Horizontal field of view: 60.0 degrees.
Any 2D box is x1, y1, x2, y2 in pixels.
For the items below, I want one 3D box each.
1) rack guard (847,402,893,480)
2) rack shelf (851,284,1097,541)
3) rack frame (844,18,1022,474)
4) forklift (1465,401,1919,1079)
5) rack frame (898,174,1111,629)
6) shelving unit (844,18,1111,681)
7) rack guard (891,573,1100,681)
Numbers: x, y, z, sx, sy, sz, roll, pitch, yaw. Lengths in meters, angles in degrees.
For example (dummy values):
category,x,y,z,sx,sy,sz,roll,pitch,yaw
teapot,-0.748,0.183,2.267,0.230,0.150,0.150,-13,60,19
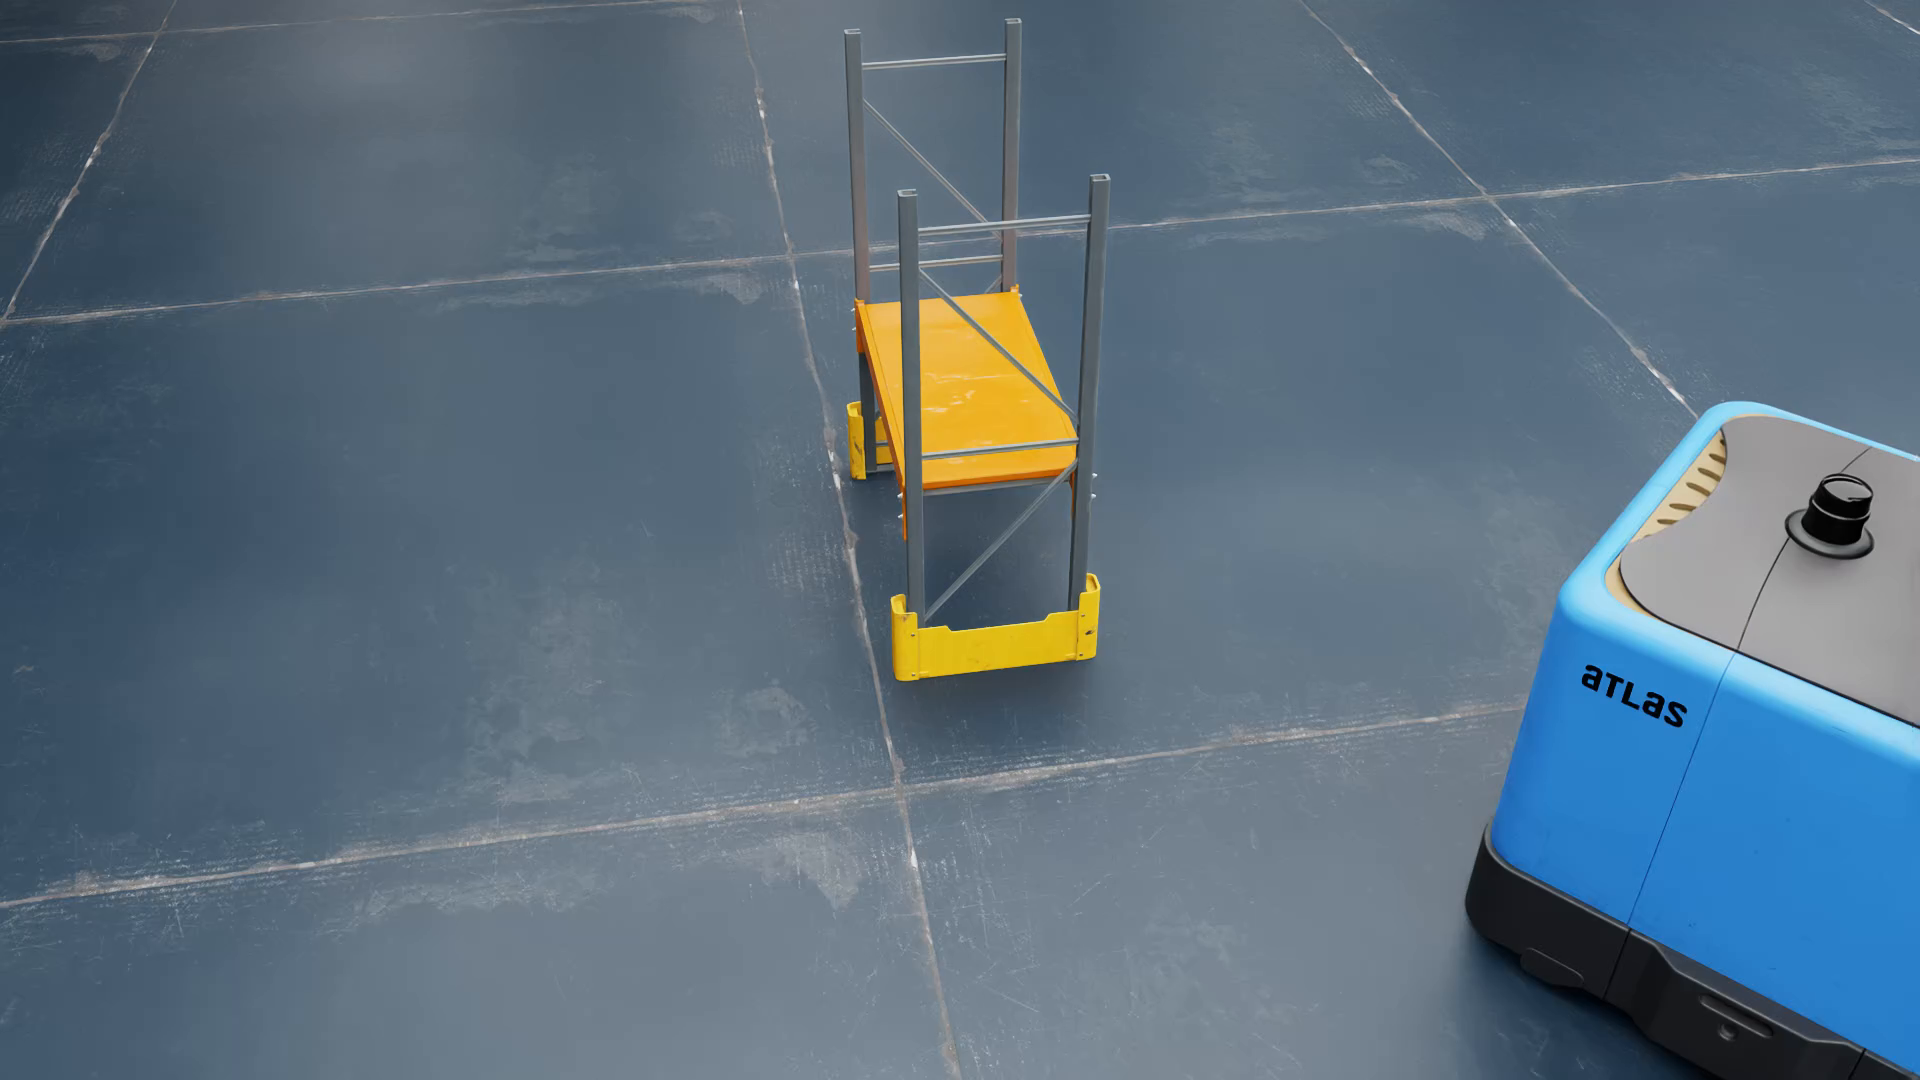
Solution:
category,x,y,z,sx,sy,sz,roll,pitch,yaw
rack guard,-0.074,-0.353,5.501,0.587,0.250,0.087,-6,38,-8
rack shelf,0.015,-0.399,4.834,0.538,0.185,1.000,-6,38,-8
rack frame,-0.074,-0.848,5.119,0.500,1.500,0.032,-6,38,-8
forklift,2.676,0.135,2.688,3.031,2.935,1.130,26,45,30
rack frame,0.104,-0.234,4.328,0.500,1.500,0.032,-6,38,-8
shelving unit,0.013,-0.546,4.731,0.587,1.500,1.083,-6,38,-8
rack guard,0.101,0.248,4.727,0.587,0.250,0.087,-6,38,-8
